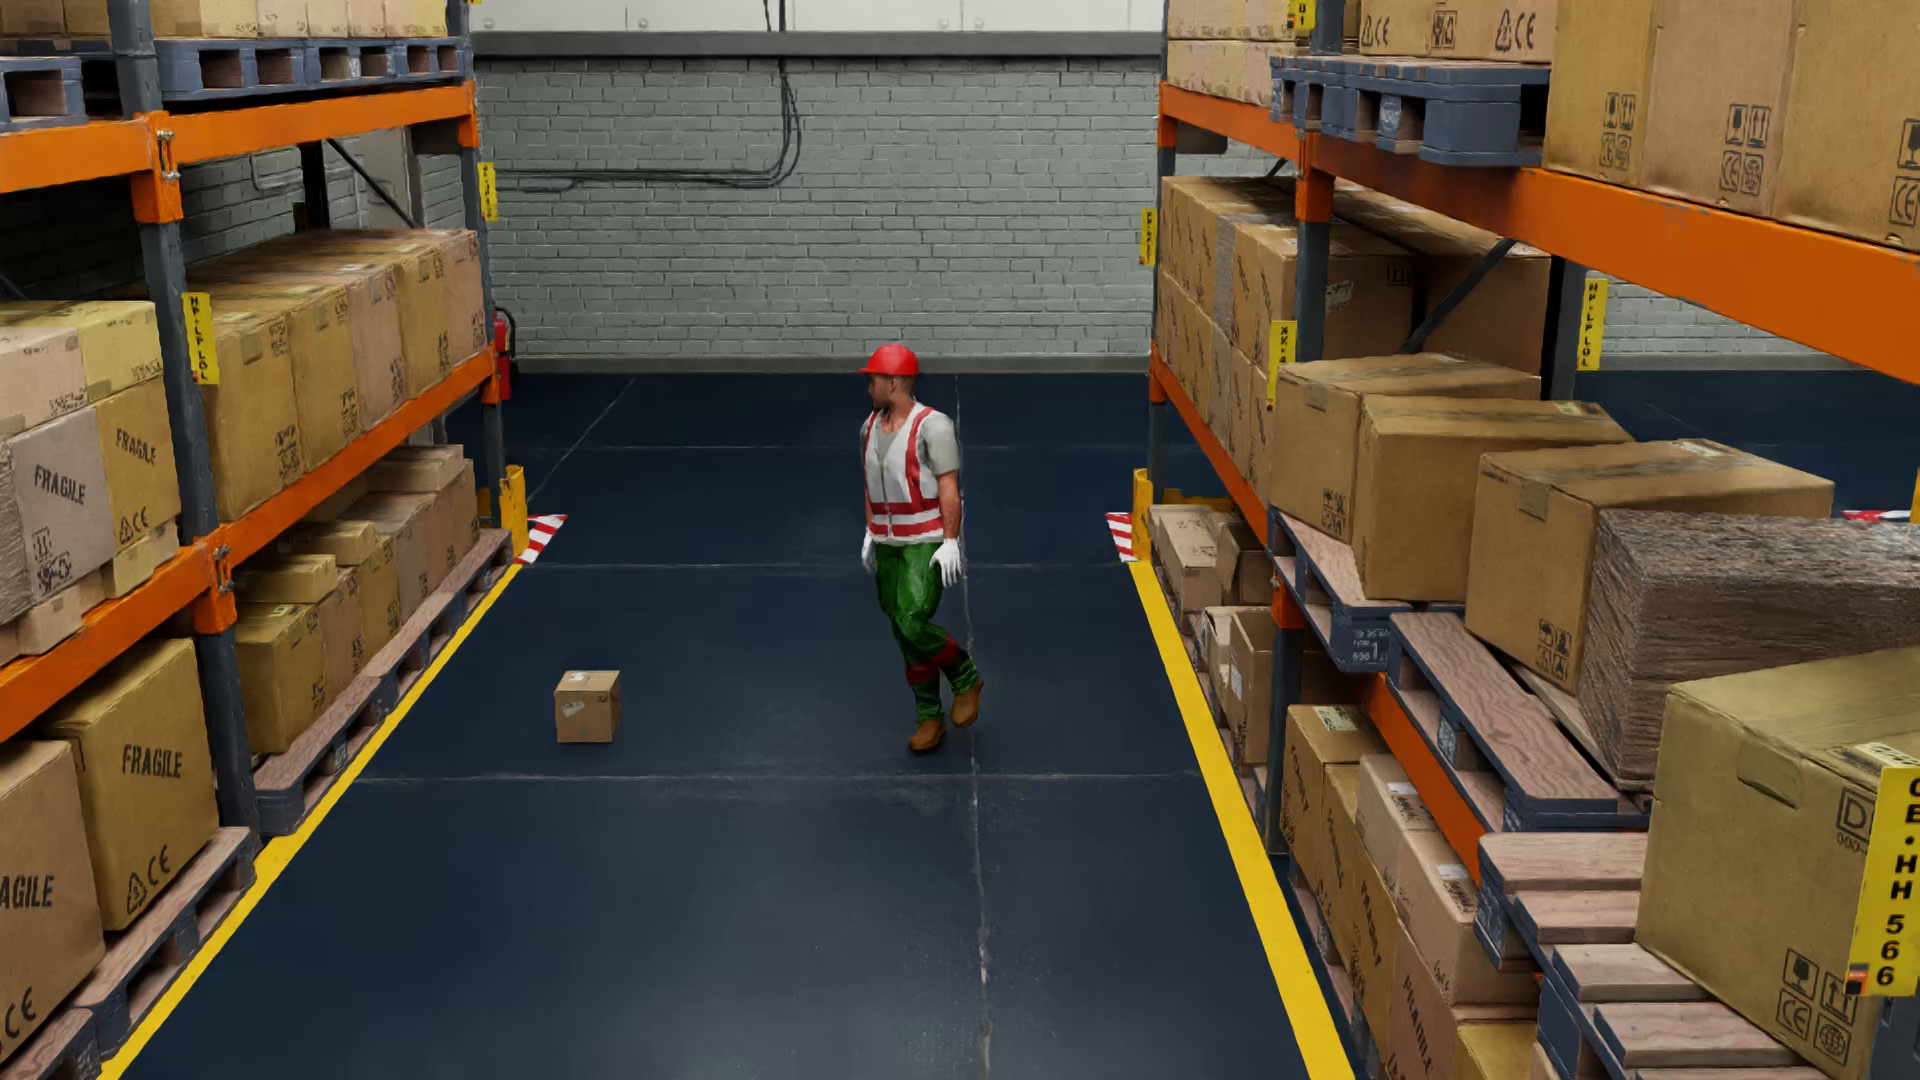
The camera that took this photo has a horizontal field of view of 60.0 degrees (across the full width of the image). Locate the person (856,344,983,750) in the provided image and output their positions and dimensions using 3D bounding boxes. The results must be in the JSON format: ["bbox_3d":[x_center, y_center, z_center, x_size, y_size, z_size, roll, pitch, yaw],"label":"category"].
[{"bbox_3d":[-0.239,0.037,7.381,0.678,1.772,0.465,13,21,36],"label":"person"}]
